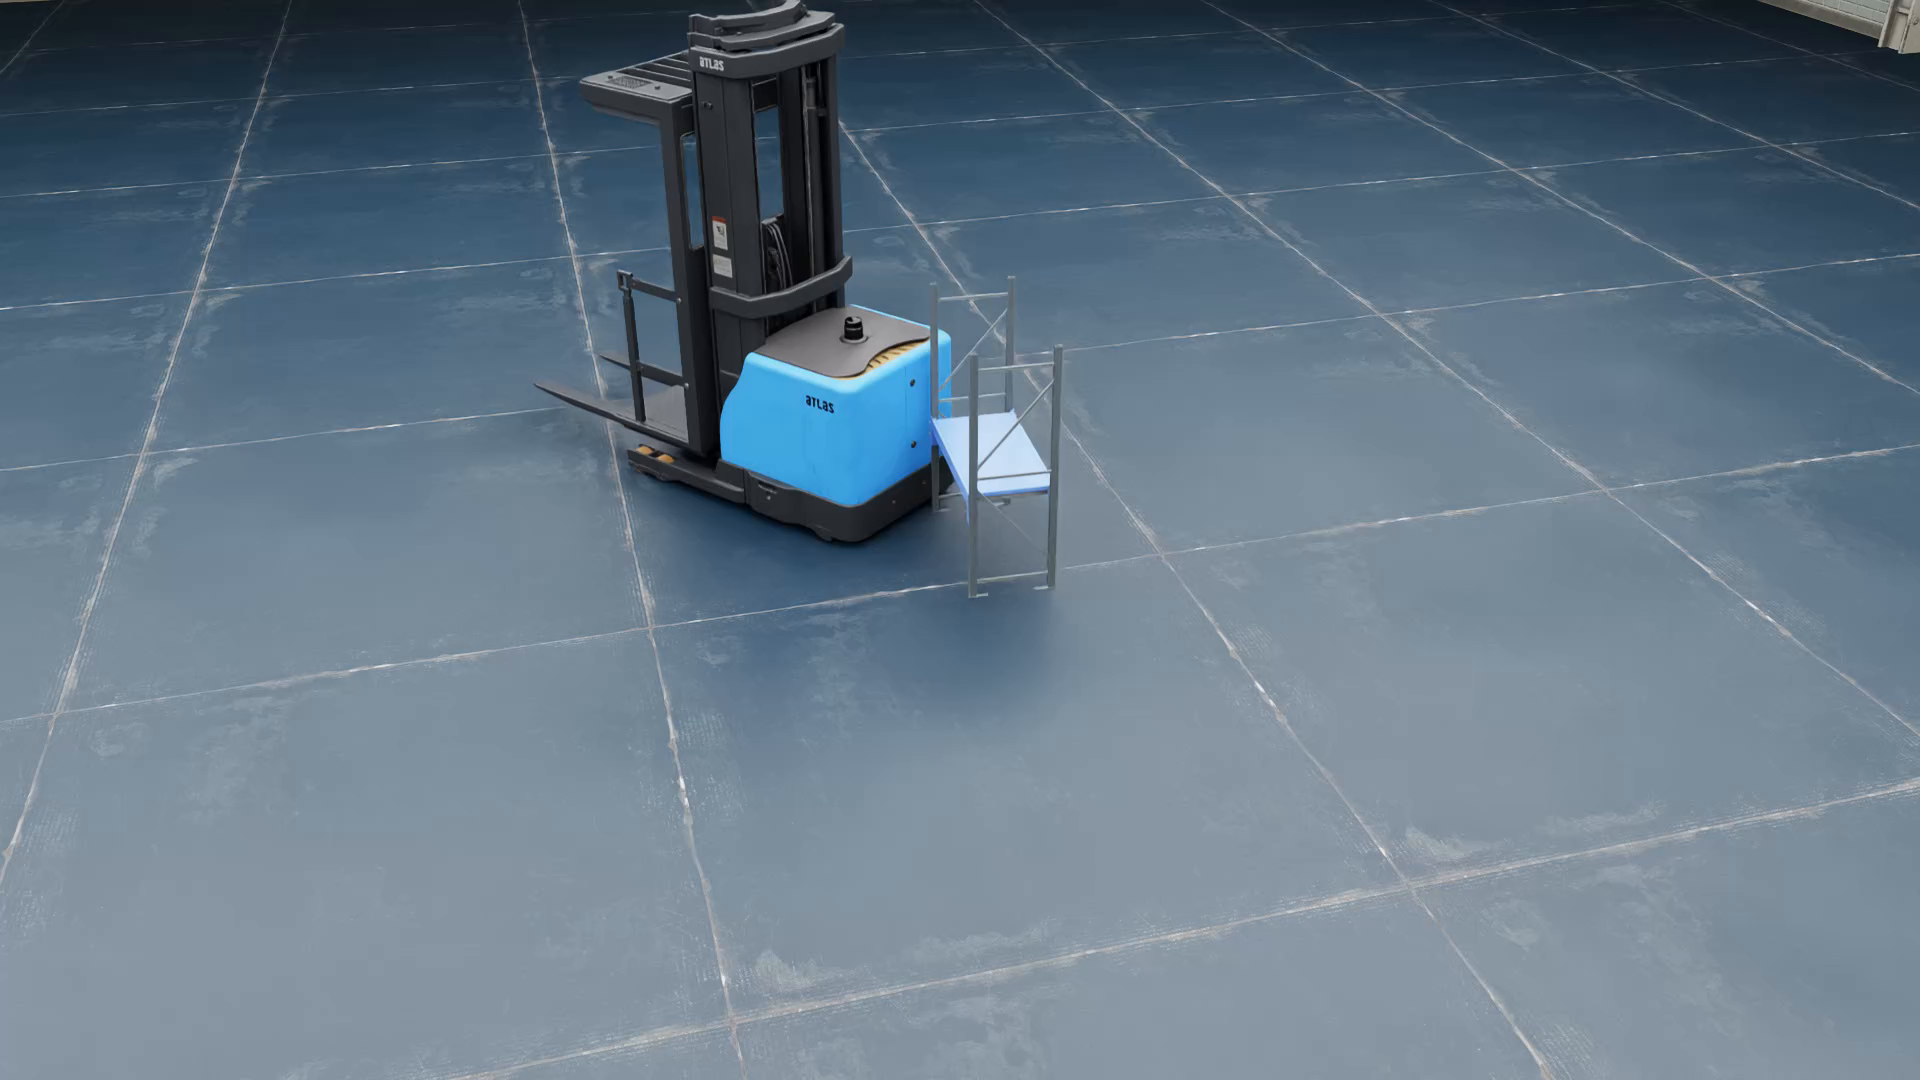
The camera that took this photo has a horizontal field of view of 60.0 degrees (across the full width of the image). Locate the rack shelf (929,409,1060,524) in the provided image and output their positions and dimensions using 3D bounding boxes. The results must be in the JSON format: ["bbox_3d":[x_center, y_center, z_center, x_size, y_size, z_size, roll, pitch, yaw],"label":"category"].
[{"bbox_3d":[0.184,-0.442,9.606,0.538,0.185,1.000,-6,31,-11],"label":"rack shelf"}]

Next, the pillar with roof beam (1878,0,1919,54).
[{"bbox_3d":[7.361,-9.338,17.131,9.100,9.000,0.400,-8,31,-13],"label":"pillar with roof beam"}]

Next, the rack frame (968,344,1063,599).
[{"bbox_3d":[0.295,-0.349,9.087,0.500,1.500,0.032,-6,31,-11],"label":"rack frame"}]

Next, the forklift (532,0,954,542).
[{"bbox_3d":[-1.522,-1.836,10.228,3.031,2.935,1.130,20,36,31],"label":"forklift"}]

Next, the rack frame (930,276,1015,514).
[{"bbox_3d":[0.072,-0.846,9.945,0.500,1.500,0.032,-6,31,-11],"label":"rack frame"}]

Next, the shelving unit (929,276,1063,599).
[{"bbox_3d":[0.184,-0.597,9.516,0.538,1.500,1.048,-6,31,-11],"label":"shelving unit"}]
